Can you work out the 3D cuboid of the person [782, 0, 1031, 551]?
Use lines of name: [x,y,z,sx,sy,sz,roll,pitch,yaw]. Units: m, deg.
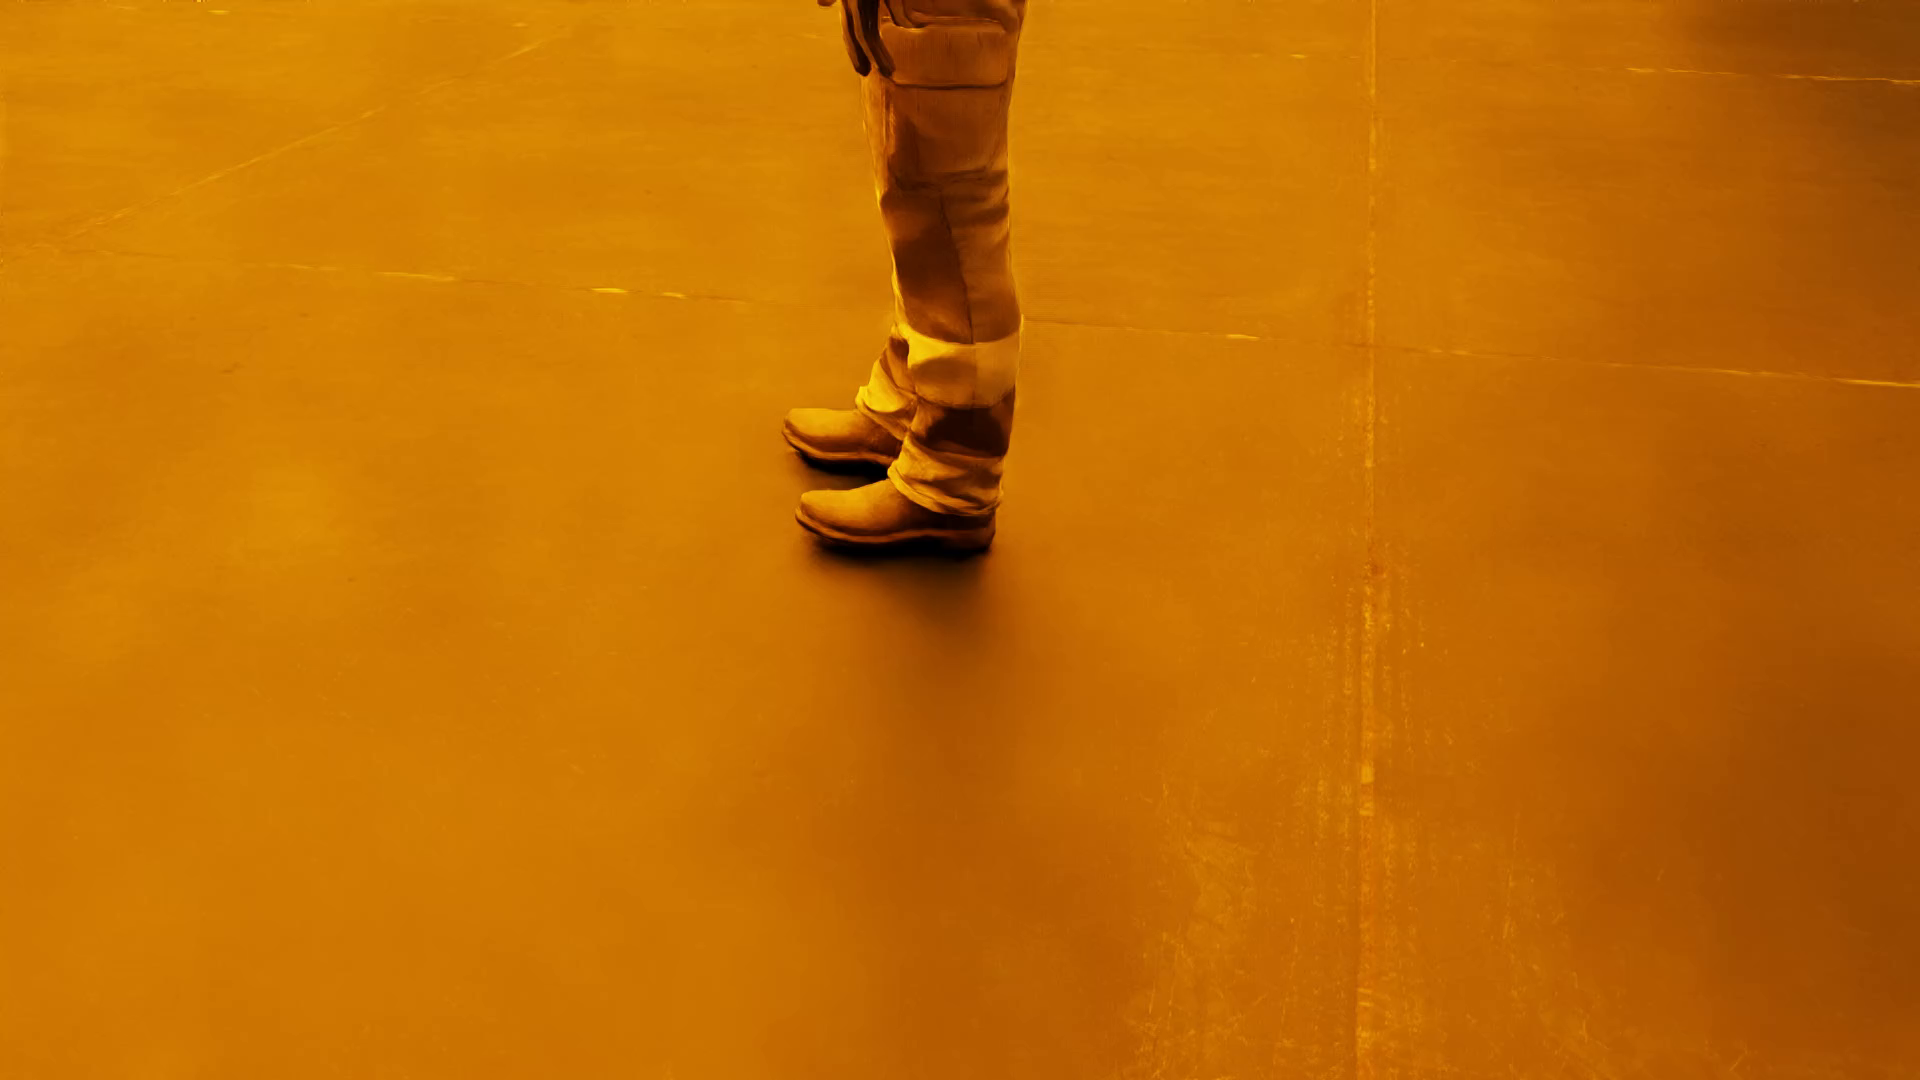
person: [-0.076,-0.818,2.119,0.563,1.787,0.637,6,27,11]
